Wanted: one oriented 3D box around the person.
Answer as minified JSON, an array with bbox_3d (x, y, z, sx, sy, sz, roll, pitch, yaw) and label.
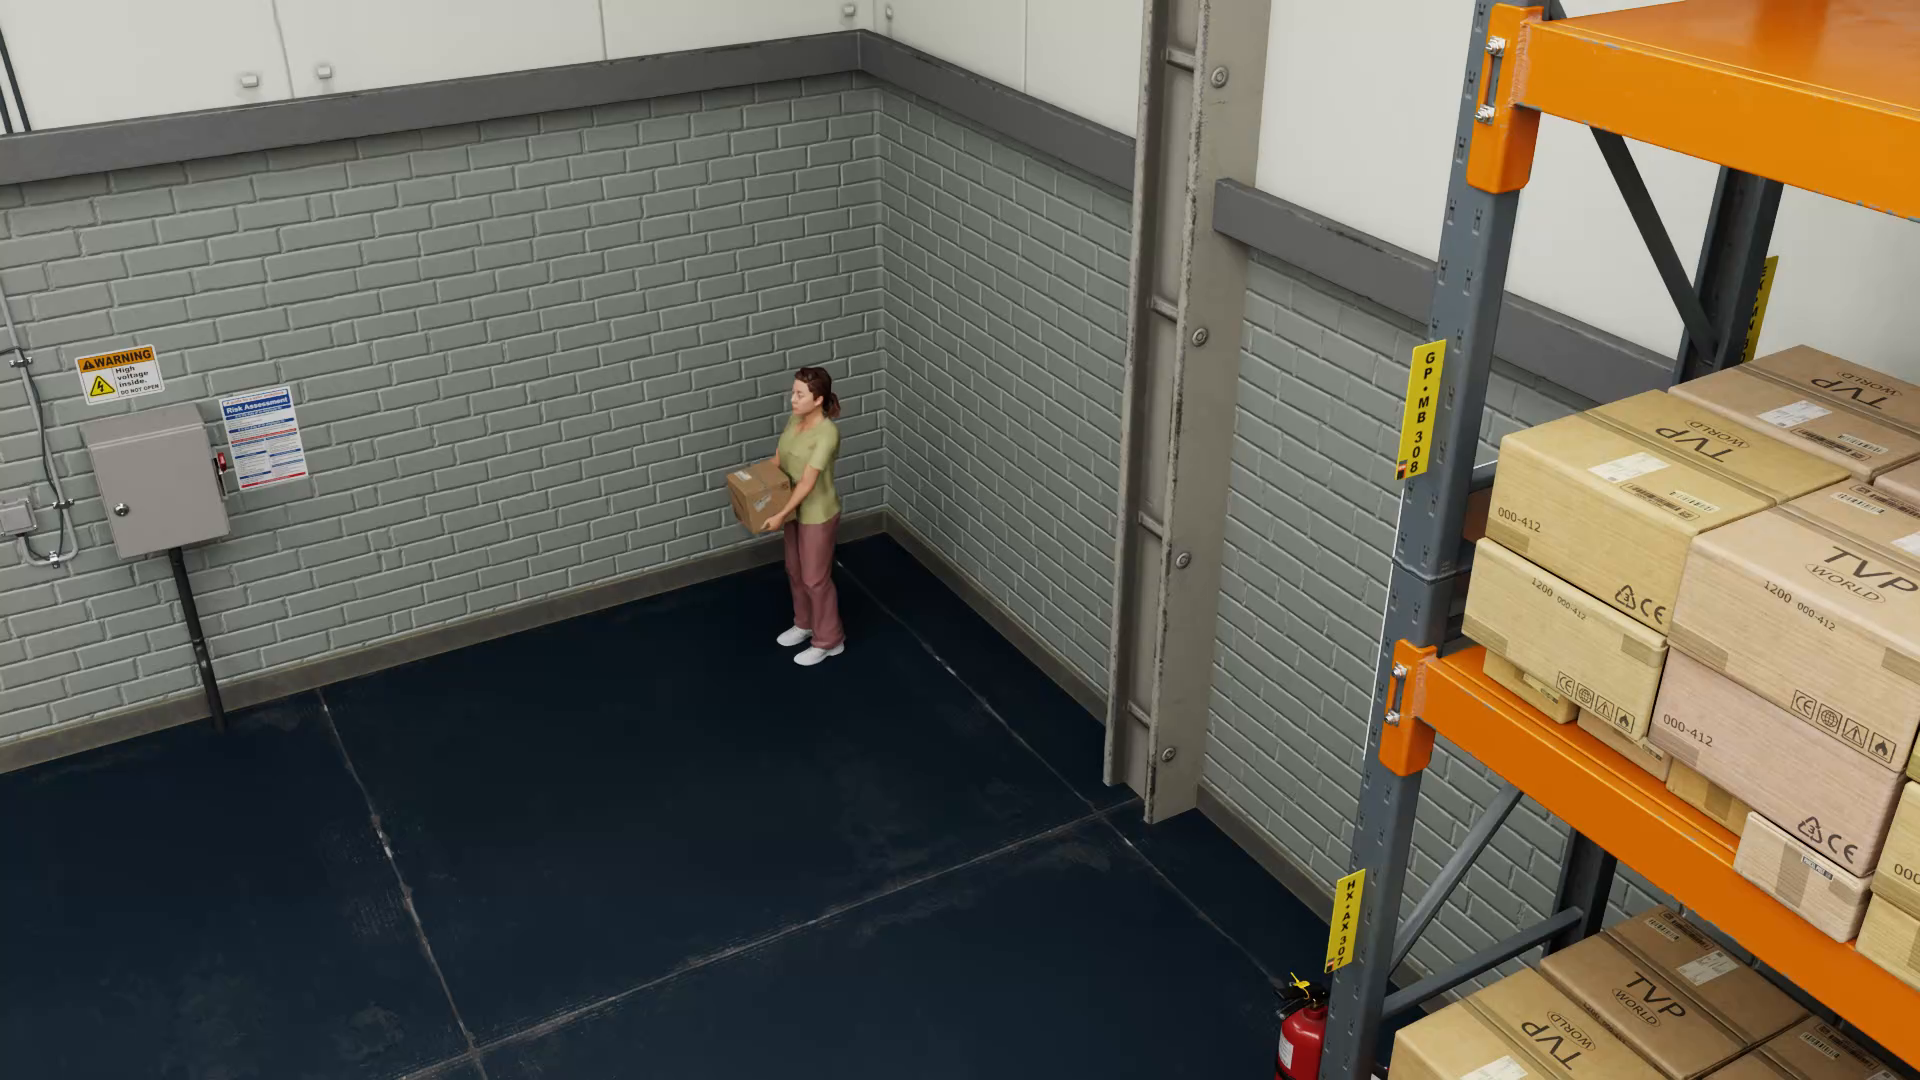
[{"bbox_3d":[-0.855,-0.116,8.779,0.538,1.668,0.420,-16,33,-26],"label":"person"}]
